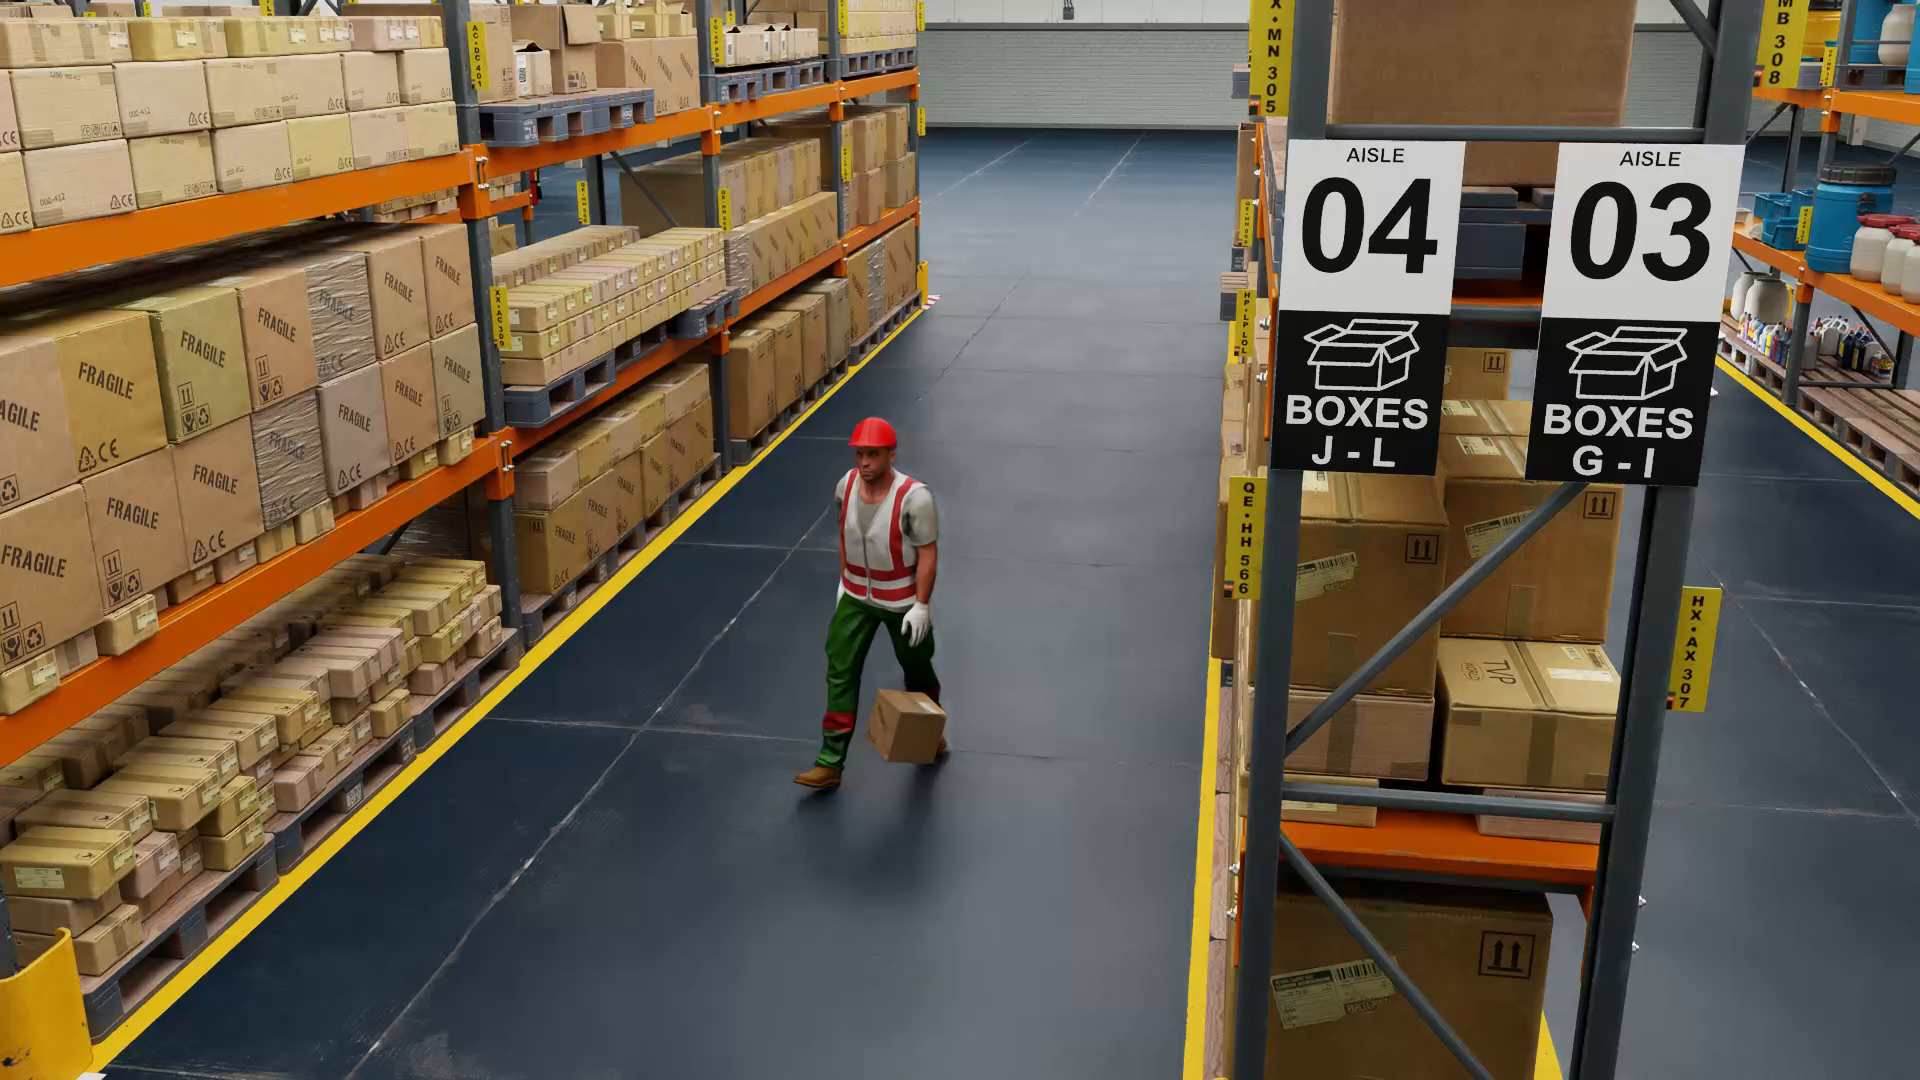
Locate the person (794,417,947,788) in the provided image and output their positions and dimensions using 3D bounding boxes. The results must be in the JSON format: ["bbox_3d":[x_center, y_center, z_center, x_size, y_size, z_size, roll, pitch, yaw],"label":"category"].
[{"bbox_3d":[-0.372,0.277,7.687,0.578,1.748,0.950,8,19,24],"label":"person"}]
